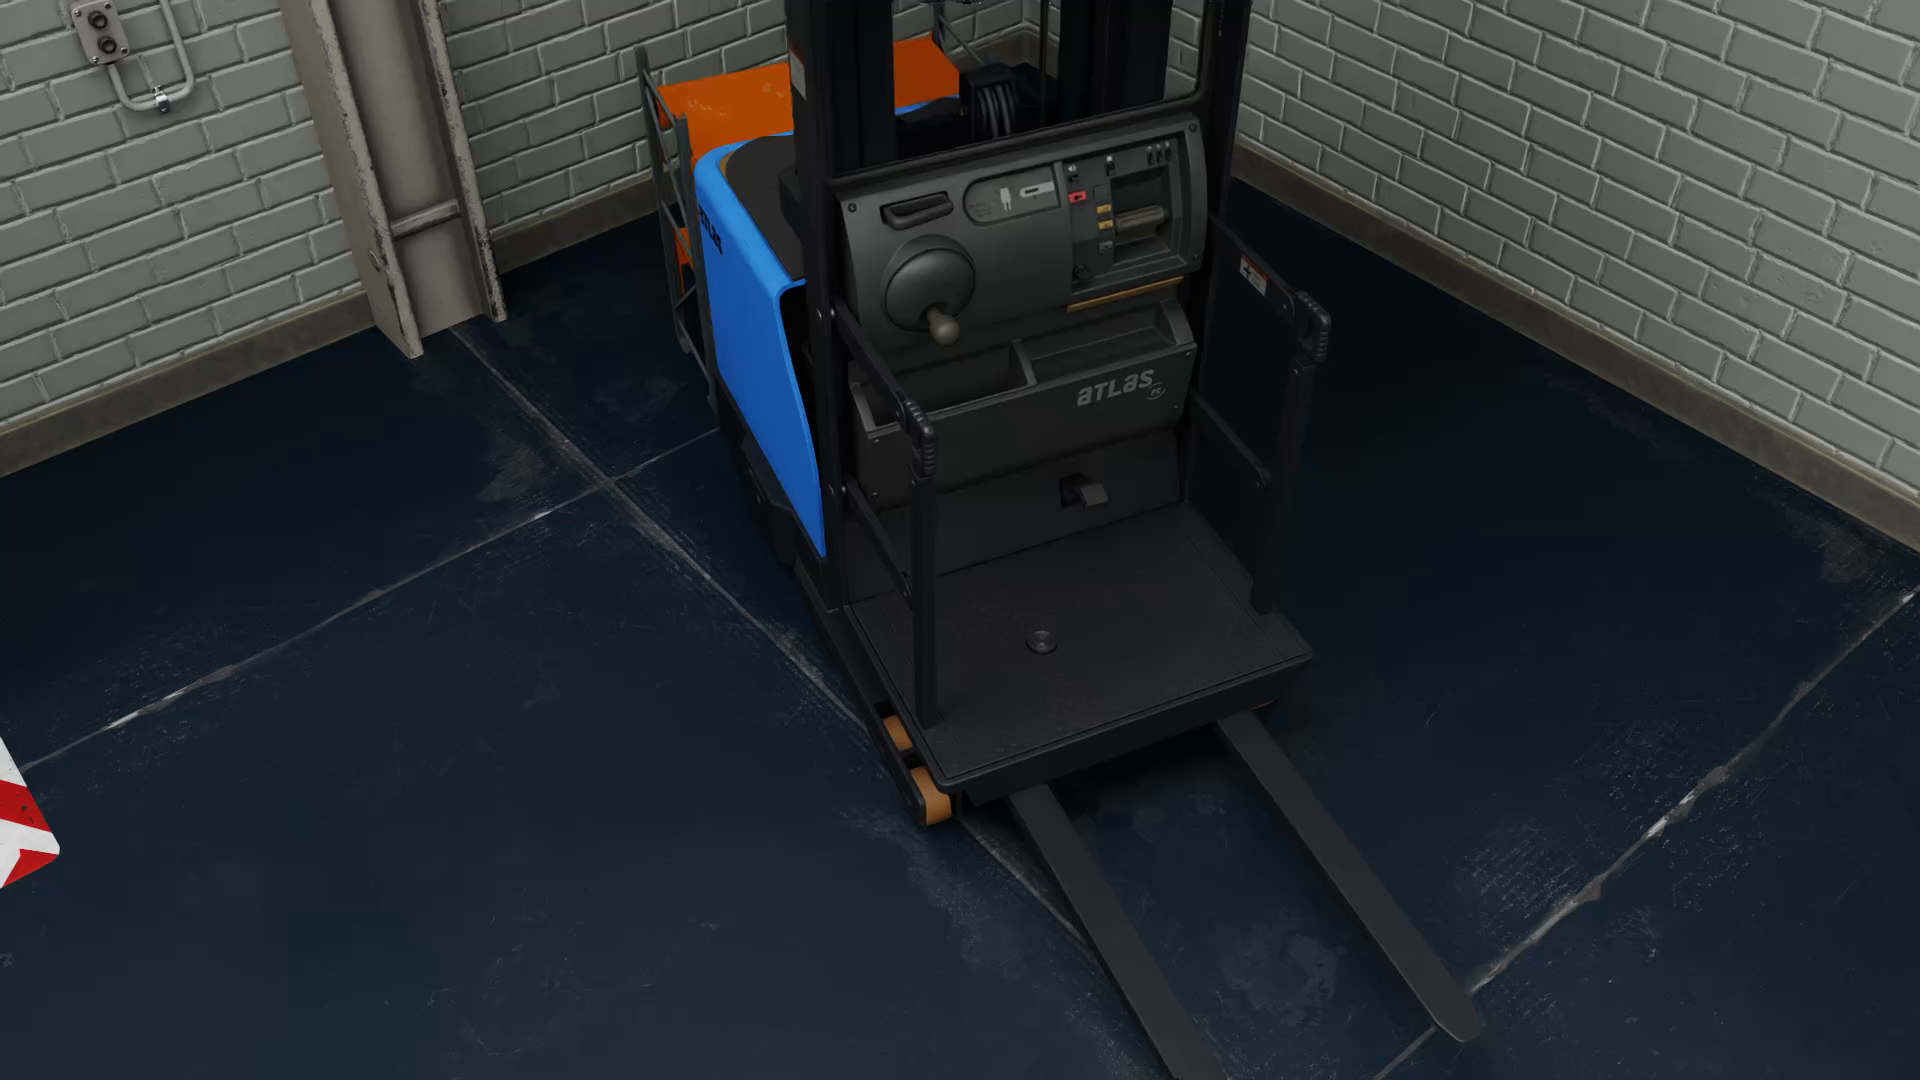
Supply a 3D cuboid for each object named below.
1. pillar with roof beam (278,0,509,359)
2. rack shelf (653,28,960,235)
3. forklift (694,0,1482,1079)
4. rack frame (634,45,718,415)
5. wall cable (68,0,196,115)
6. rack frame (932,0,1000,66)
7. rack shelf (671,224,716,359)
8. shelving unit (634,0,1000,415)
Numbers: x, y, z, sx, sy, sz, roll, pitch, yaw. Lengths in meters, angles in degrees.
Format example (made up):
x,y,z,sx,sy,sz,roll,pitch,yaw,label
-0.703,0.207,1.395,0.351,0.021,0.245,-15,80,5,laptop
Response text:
x,y,z,sx,sy,sz,roll,pitch,yaw,label
0.853,-1.832,0.628,0.400,9.000,9.100,-30,51,-28,pillar with roof beam
-0.453,-1.348,5.435,1.000,0.278,0.538,-16,45,-16,rack shelf
0.257,-0.649,3.800,1.130,2.935,3.031,-17,46,-17,forklift
-0.922,-0.999,5.492,0.032,1.125,0.500,-16,45,-16,rack frame
-3.050,-1.696,4.122,1.851,1.984,0.084,-30,51,-28,wall cable
0.015,-1.269,5.779,0.032,1.125,0.500,-16,45,-16,rack frame
-0.453,-0.956,5.803,1.000,0.278,0.538,-16,45,-16,rack shelf
-0.453,-1.134,5.636,1.048,1.125,0.538,-16,45,-16,shelving unit
